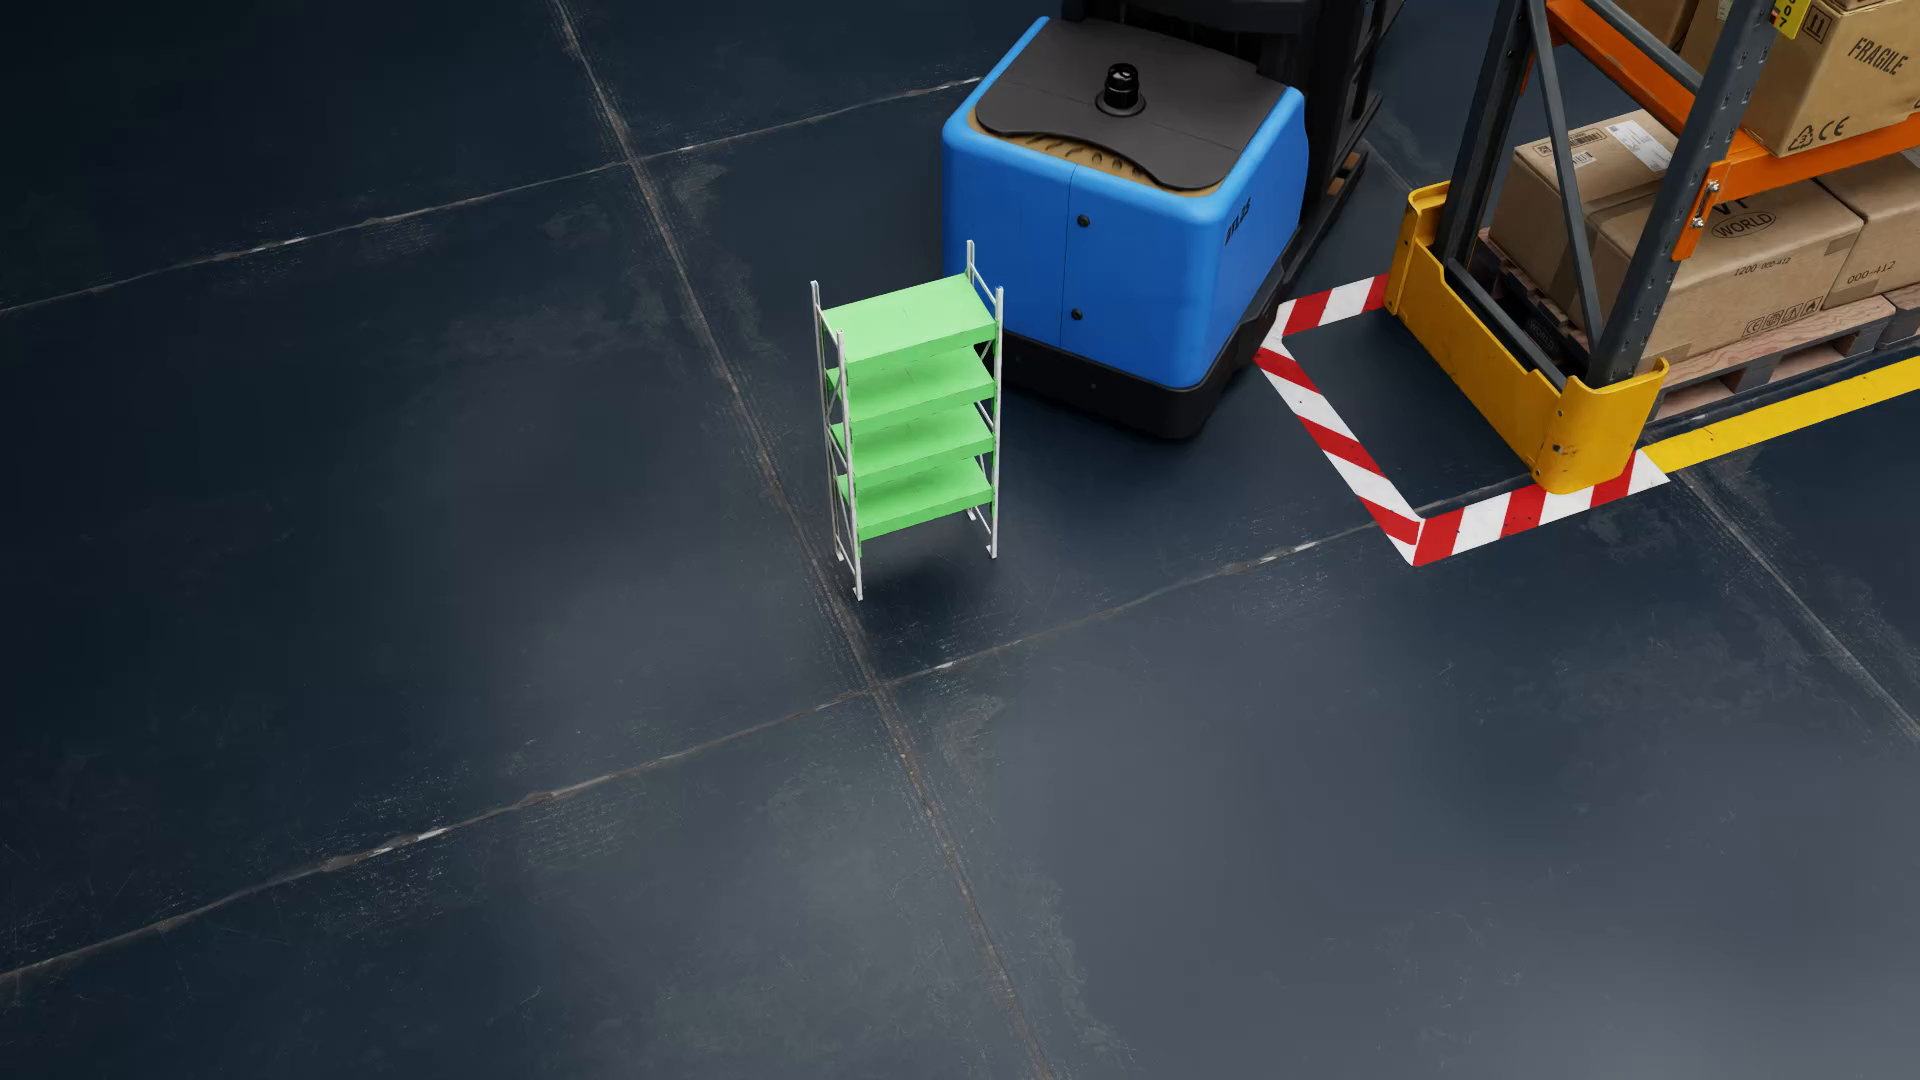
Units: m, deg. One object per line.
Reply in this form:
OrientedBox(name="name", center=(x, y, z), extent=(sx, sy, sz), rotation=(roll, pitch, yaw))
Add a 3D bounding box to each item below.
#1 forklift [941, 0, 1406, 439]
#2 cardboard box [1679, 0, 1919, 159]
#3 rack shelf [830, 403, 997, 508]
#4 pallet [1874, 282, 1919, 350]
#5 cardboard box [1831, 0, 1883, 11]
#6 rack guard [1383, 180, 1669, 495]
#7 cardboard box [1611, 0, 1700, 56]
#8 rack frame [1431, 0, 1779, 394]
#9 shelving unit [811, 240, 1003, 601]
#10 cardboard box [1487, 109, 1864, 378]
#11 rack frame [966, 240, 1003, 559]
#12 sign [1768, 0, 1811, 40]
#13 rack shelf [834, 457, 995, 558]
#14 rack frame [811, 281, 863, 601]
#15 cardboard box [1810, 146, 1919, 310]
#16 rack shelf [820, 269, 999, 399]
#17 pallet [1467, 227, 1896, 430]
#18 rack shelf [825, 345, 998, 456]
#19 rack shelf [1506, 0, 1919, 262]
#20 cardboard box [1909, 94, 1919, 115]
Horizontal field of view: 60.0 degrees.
OrientedBox(name="forklift", center=(1.054, -2.443, 5.916), extent=(1.130, 2.935, 3.031), rotation=(22, 53, 18))
OrientedBox(name="cardboard box", center=(2.602, -1.557, 5.044), extent=(0.500, 0.500, 0.500), rotation=(-18, 52, -15))
OrientedBox(name="rack shelf", center=(-0.153, -0.302, 5.303), extent=(0.480, 0.148, 0.258), rotation=(-17, 52, -14))
OrientedBox(name="pallet", center=(3.887, -1.311, 6.737), extent=(1.213, 0.211, 1.003), rotation=(-17, 52, -14))
OrientedBox(name="cardboard box", center=(2.601, -1.884, 4.666), extent=(0.500, 0.500, 0.500), rotation=(-18, 52, -15))
OrientedBox(name="rack guard", center=(2.026, -0.767, 6.079), extent=(0.348, 0.500, 1.175), rotation=(-17, 52, -14))
OrientedBox(name="cardboard box", center=(2.395, -1.945, 5.377), extent=(0.500, 0.500, 0.500), rotation=(-17, 51, -14))
OrientedBox(name="rack frame", center=(2.049, -1.588, 5.137), extent=(0.127, 3.000, 1.000), rotation=(-17, 52, -14))
OrientedBox(name="shelving unit", center=(-0.153, -0.343, 5.254), extent=(0.503, 1.200, 0.258), rotation=(-17, 52, -14))
OrientedBox(name="cardboard box", center=(2.622, -1.150, 6.172), extent=(0.875, 0.438, 0.875), rotation=(-19, 52, -15))
OrientedBox(name="rack frame", center=(0.073, -0.413, 5.314), extent=(0.015, 1.200, 0.240), rotation=(-17, 52, -14))
OrientedBox(name="sign", center=(2.253, -1.504, 4.442), extent=(0.005, 0.325, 0.100), rotation=(-17, 52, -14))
OrientedBox(name="rack shelf", center=(-0.153, -0.145, 5.485), extent=(0.480, 0.148, 0.258), rotation=(-17, 52, -14))
OrientedBox(name="rack frame", center=(-0.379, -0.273, 5.194), extent=(0.015, 1.200, 0.240), rotation=(-17, 52, -14))
OrientedBox(name="cardboard box", center=(3.466, -1.418, 6.403), extent=(0.875, 0.438, 0.875), rotation=(-16, 51, -13))
OrientedBox(name="rack shelf", center=(-0.153, -0.615, 4.938), extent=(0.480, 0.148, 0.258), rotation=(-17, 52, -14))
OrientedBox(name="pallet", center=(2.759, -0.964, 6.439), extent=(1.213, 0.211, 1.003), rotation=(-17, 52, -14))
OrientedBox(name="rack shelf", center=(-0.153, -0.458, 5.120), extent=(0.480, 0.148, 0.258), rotation=(-17, 52, -14))
OrientedBox(name="rack shelf", center=(3.900, -1.927, 5.902), extent=(4.000, 0.370, 1.077), rotation=(-17, 52, -14))
OrientedBox(name="cardboard box", center=(3.059, -1.721, 5.185), extent=(0.500, 0.500, 0.500), rotation=(-18, 52, -15))
